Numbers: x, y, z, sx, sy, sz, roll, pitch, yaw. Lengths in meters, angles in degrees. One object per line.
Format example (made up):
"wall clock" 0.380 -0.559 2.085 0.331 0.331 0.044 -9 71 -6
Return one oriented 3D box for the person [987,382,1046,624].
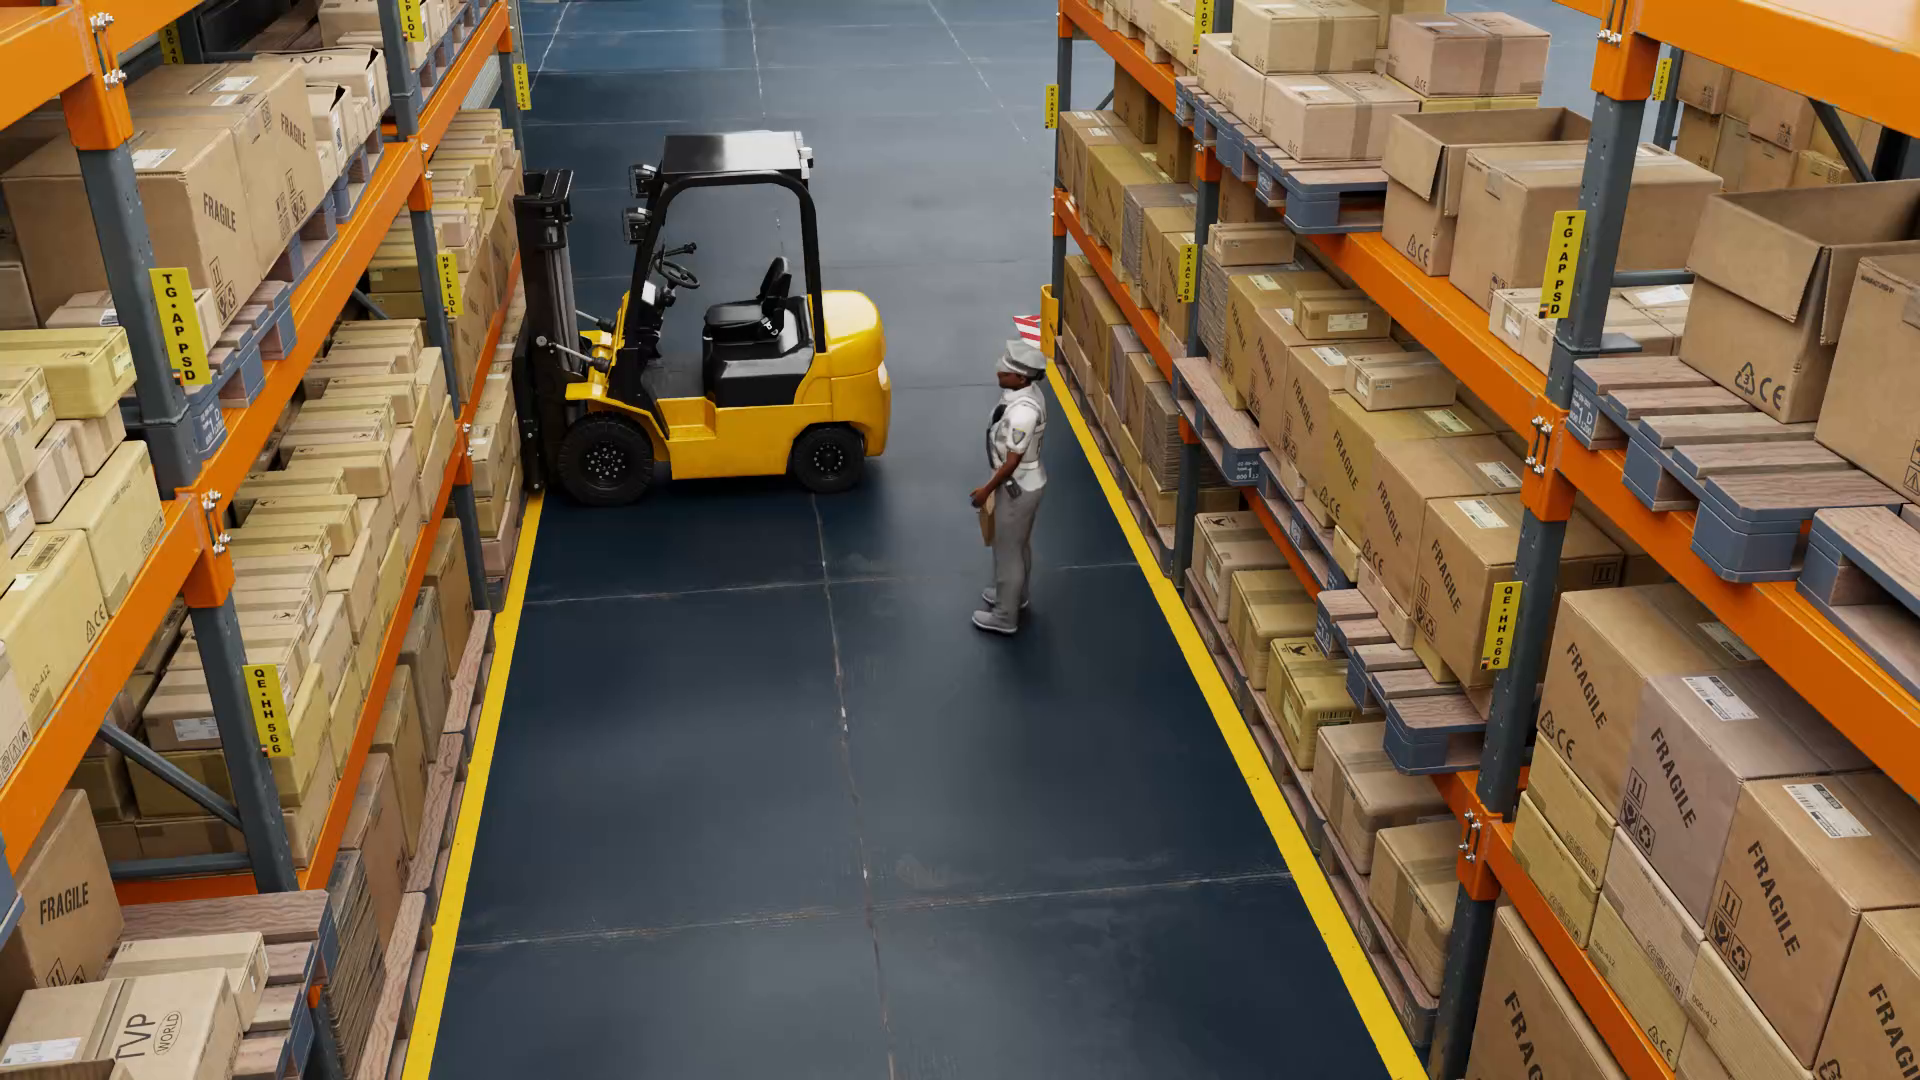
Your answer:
"person" 0.308 -0.215 9.162 0.328 1.369 0.418 1 27 3
